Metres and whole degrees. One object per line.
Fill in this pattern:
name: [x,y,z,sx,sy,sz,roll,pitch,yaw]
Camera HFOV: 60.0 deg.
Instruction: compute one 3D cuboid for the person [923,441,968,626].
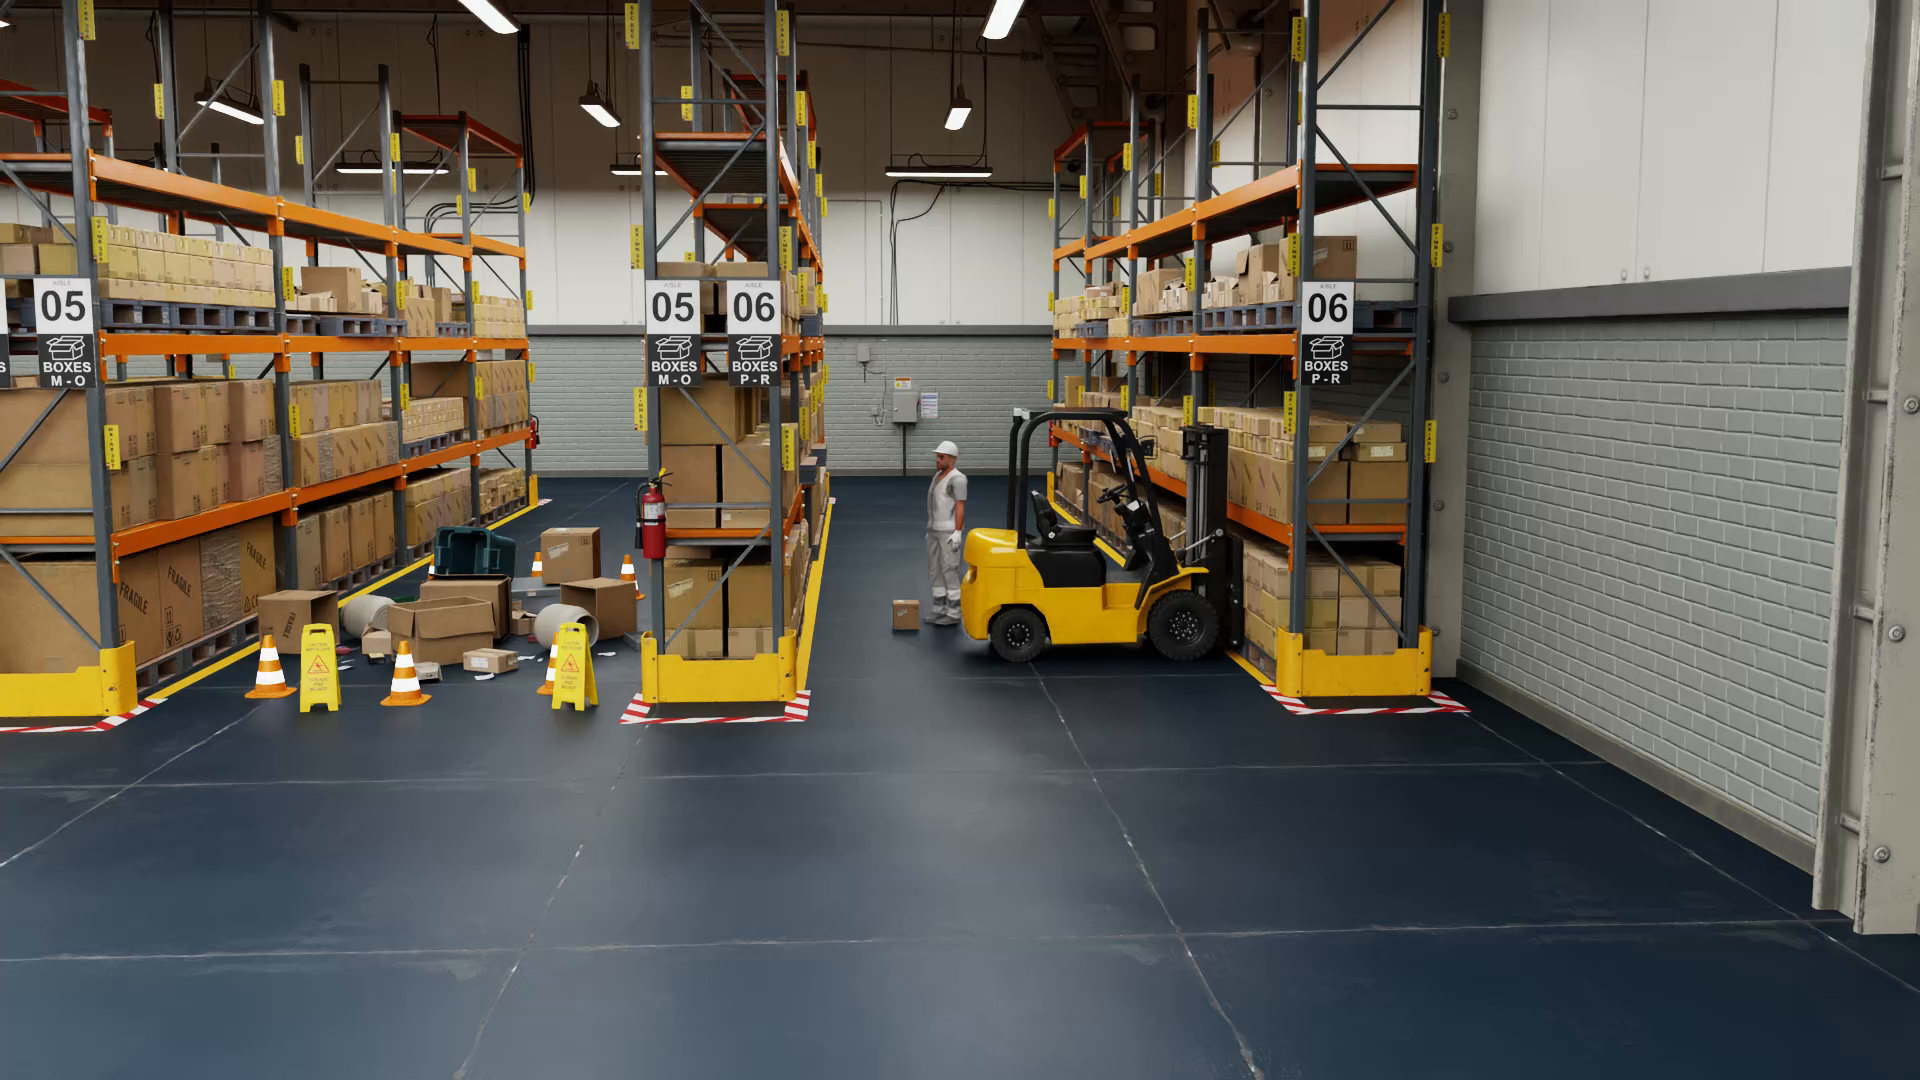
person: [-0.150,-0.068,16.201,0.351,1.790,0.529,-4,8,-30]
